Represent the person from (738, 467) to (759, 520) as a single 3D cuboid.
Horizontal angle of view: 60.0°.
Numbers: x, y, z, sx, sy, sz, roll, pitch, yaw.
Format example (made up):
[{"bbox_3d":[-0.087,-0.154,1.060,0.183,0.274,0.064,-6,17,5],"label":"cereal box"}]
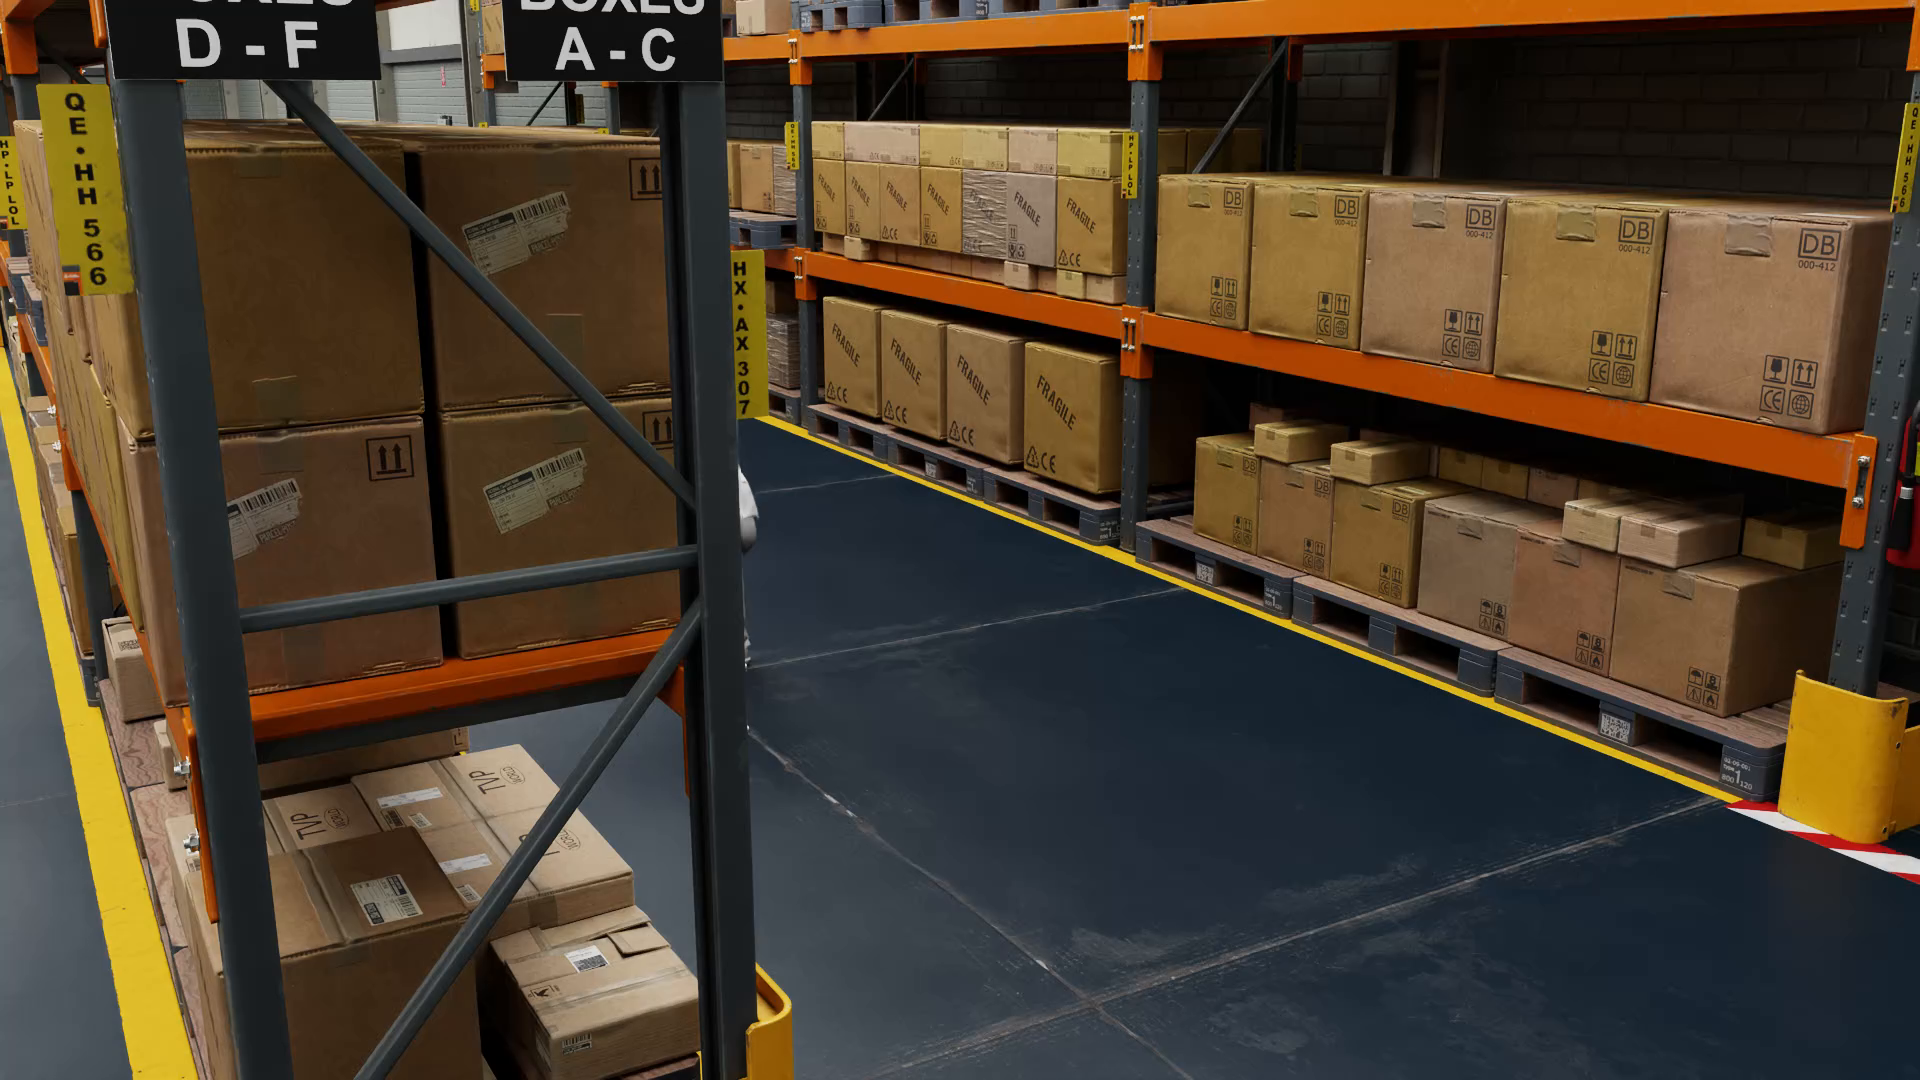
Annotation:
[{"bbox_3d":[-1.130,-0.237,6.985,0.532,0.612,0.595,-9,17,-30],"label":"person"}]
